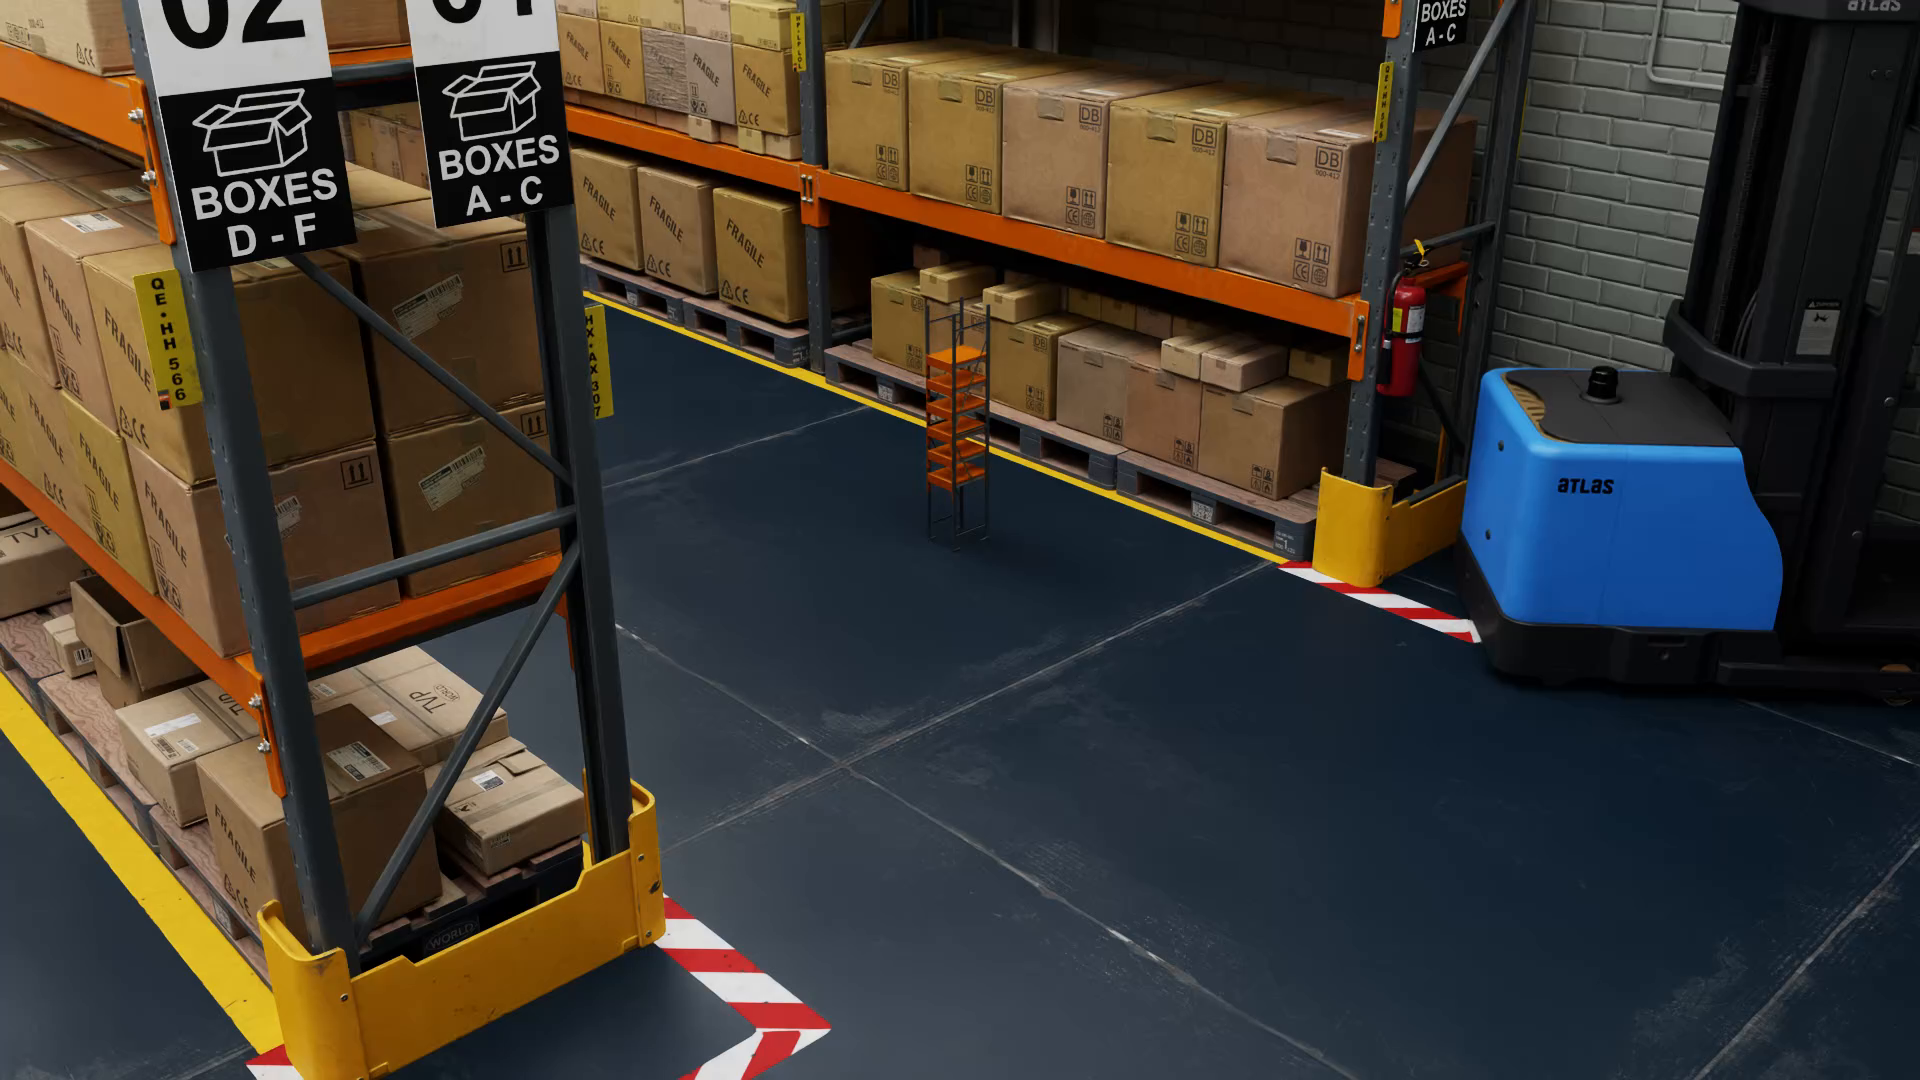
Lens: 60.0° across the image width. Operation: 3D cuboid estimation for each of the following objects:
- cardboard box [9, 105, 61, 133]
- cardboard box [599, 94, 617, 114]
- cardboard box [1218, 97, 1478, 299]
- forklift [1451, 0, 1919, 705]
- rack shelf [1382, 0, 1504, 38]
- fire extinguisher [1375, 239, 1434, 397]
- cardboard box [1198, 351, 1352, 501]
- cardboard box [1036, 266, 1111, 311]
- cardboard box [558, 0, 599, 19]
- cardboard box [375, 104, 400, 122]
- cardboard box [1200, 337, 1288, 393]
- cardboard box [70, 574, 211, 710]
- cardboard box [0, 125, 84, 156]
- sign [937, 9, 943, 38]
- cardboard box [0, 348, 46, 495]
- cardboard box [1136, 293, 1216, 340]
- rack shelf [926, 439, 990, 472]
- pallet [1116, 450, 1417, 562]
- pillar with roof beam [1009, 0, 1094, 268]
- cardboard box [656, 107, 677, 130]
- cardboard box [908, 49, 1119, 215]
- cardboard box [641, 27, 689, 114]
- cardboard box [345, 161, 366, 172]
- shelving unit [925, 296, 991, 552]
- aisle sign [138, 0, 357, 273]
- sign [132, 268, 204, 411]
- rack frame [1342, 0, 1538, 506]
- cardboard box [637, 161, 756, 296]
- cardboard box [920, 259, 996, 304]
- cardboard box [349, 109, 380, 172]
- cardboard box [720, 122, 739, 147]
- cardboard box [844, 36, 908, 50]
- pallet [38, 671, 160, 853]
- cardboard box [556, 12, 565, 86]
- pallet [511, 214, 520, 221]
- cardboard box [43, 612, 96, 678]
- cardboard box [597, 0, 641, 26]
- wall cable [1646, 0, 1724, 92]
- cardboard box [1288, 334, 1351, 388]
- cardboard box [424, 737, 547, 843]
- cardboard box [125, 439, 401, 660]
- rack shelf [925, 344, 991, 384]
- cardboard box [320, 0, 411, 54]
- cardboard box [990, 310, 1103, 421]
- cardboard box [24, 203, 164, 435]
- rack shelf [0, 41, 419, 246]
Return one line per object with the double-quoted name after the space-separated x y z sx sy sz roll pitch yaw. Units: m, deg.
-3.275 -1.425 6.434 0.500 0.500 0.500 -22 32 -39 "cardboard box"
-2.326 -3.125 11.764 0.380 0.149 0.250 -21 32 -38 "cardboard box"
1.830 -1.641 7.873 0.980 0.700 0.700 -20 31 -36 "cardboard box"
3.762 -0.884 6.656 3.031 2.935 1.130 2 25 4 "forklift"
0.819 -2.997 8.458 1.077 0.370 4.000 -21 32 -38 "rack shelf"
1.952 -0.972 7.309 0.296 0.674 0.183 -21 32 -38 "fire extinguisher"
1.634 -0.591 8.437 0.700 0.500 0.500 -21 32 -38 "cardboard box"
0.648 -1.443 9.524 0.380 0.149 0.250 -21 32 -38 "cardboard box"
-2.448 -3.785 11.525 0.500 0.250 0.500 -21 32 -38 "cardboard box"
-4.839 -3.886 14.732 0.500 0.250 0.500 -22 33 -40 "cardboard box"
1.413 -0.873 8.274 0.380 0.149 0.250 -22 32 -39 "cardboard box"
-2.874 0.345 6.358 0.797 0.503 0.637 -21 32 -38 "cardboard box"
-3.341 -1.125 5.776 0.500 0.500 0.500 -22 33 -40 "cardboard box"
-0.144 -3.153 10.409 0.100 0.325 0.005 -21 32 -38 "sign"
-2.971 -0.513 5.639 0.500 0.500 0.500 -22 32 -39 "cardboard box"
1.174 -1.211 9.015 0.380 0.149 0.250 -21 32 -38 "cardboard box"
-0.010 -0.401 8.079 0.258 0.103 0.180 -21 32 -38 "rack shelf"
1.582 -0.305 8.664 1.003 0.211 1.213 -21 32 -38 "pallet"
-2.581 -4.107 6.410 9.100 9.000 0.400 -21 32 -38 "pillar with roof beam"
-1.822 -2.879 11.226 0.380 0.149 0.250 -22 33 -40 "cardboard box"
0.306 -2.310 9.338 0.980 0.700 0.700 -22 33 -40 "cardboard box"
-1.741 -3.130 10.994 0.500 0.500 0.500 -21 32 -38 "cardboard box"
-2.240 -0.966 5.428 0.500 0.500 0.500 -21 32 -38 "cardboard box"
-0.010 -0.550 8.011 0.258 1.200 0.189 -21 32 -38 "shelving unit"
-1.605 -1.022 3.744 0.394 0.787 0.004 -21 32 -38 "aisle sign"
-1.846 -0.466 3.882 0.100 0.325 0.005 -21 32 -38 "sign"
2.186 -1.353 7.603 1.000 3.000 0.127 -21 32 -38 "rack frame"
-1.697 -2.207 11.557 0.750 0.750 0.750 -20 31 -37 "cardboard box"
-0.011 -1.503 9.655 0.380 0.149 0.250 -20 31 -37 "cardboard box"
-5.111 -3.691 15.209 0.700 0.500 0.500 -22 32 -39 "cardboard box"
-1.320 -2.643 10.708 0.380 0.149 0.250 -20 31 -37 "cardboard box"
-0.679 -2.966 10.635 0.500 0.500 0.500 22 33 40 "cardboard box"
-2.855 0.688 6.488 1.003 0.211 1.213 -21 32 -38 "pallet"
-2.786 -3.586 11.993 0.500 0.500 0.500 -20 31 -37 "cardboard box"
-3.815 -2.746 14.014 1.003 0.211 1.213 -21 32 -38 "pallet"
-3.434 0.378 6.691 0.380 0.166 0.250 -21 32 -38 "cardboard box"
-2.094 -3.632 11.190 0.500 0.250 0.500 -22 33 -39 "cardboard box"
3.751 -1.696 7.130 0.084 1.984 1.851 -21 32 -38 "wall cable"
1.866 -0.905 8.344 0.380 0.149 0.250 -21 32 -38 "cardboard box"
-1.634 0.842 5.674 0.380 0.166 0.250 -21 32 -38 "cardboard box"
-1.932 -0.051 4.627 0.500 0.500 0.500 -20 31 -37 "cardboard box"
-0.010 -0.837 7.880 0.258 0.103 0.180 -21 32 -38 "rack shelf"
-1.593 -1.471 4.427 0.500 0.250 0.500 -21 32 -38 "cardboard box"
0.578 -1.054 9.452 0.700 0.500 0.500 -20 31 -37 "cardboard box"
-2.279 -0.657 4.751 0.500 0.500 0.500 -20 31 -37 "cardboard box"
-2.795 -1.590 5.375 1.077 0.370 4.000 -21 32 -38 "rack shelf"
